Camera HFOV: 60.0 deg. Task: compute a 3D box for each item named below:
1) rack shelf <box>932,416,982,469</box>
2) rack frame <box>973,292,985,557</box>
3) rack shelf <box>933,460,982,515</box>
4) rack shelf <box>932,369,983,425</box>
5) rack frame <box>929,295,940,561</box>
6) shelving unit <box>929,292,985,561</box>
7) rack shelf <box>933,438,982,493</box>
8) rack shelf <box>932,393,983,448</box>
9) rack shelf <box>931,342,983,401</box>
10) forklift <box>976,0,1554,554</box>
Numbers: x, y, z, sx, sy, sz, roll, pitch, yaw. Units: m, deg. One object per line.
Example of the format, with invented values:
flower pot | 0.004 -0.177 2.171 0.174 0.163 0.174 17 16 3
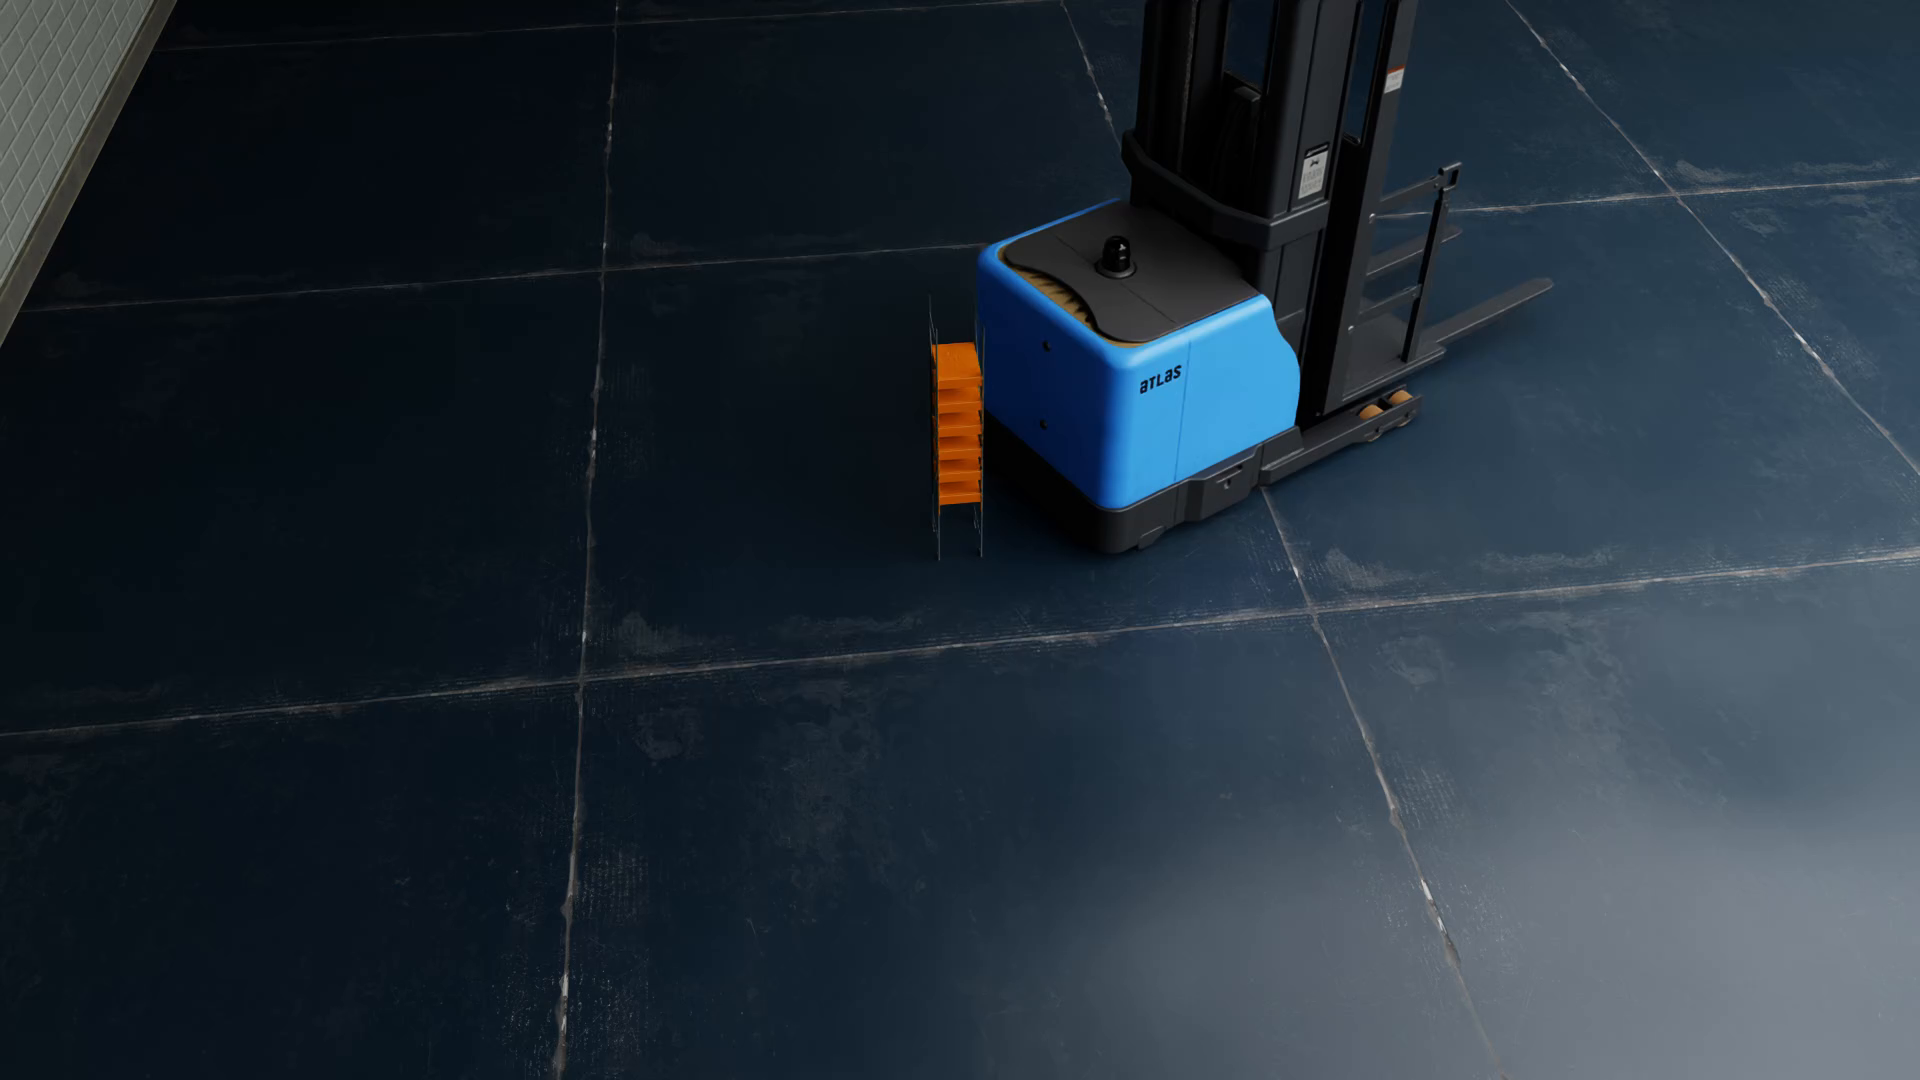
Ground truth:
rack shelf | -0.014 -0.411 6.876 0.180 0.103 0.258 -5 42 -6
rack frame | 0.076 -0.452 6.856 0.006 1.200 0.240 -5 42 -6
rack shelf | -0.014 -0.233 7.037 0.180 0.103 0.258 -5 42 -6
rack shelf | -0.014 -0.589 6.716 0.180 0.103 0.258 -5 42 -6
rack frame | -0.105 -0.436 6.838 0.006 1.200 0.240 -5 42 -6
shelving unit | -0.014 -0.444 6.847 0.189 1.200 0.258 -5 42 -6
rack shelf | -0.014 -0.322 6.957 0.180 0.103 0.258 -5 42 -6
rack shelf | -0.014 -0.500 6.796 0.180 0.103 0.258 -5 42 -6
rack shelf | -0.014 -0.679 6.635 0.180 0.103 0.258 -5 42 -6
forklift | 1.555 -1.816 7.075 3.031 2.935 1.130 -25 48 -25
